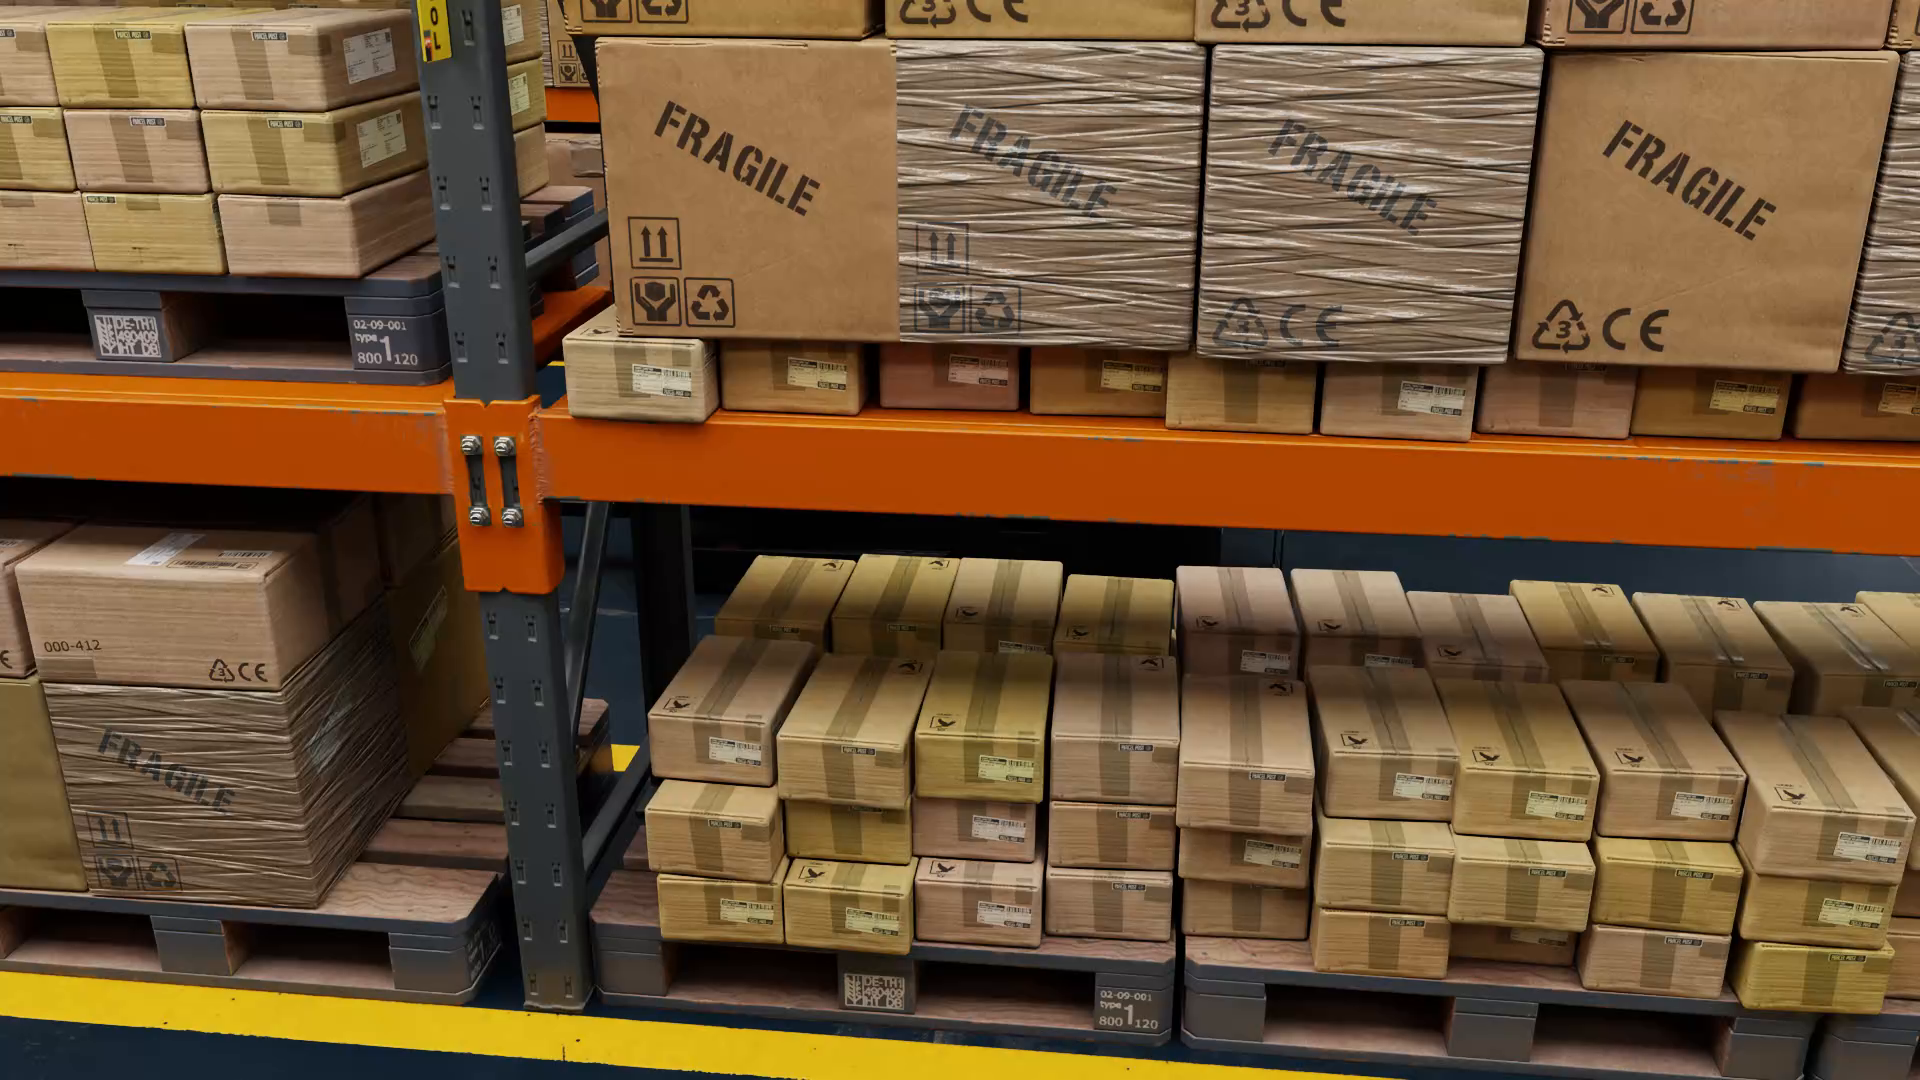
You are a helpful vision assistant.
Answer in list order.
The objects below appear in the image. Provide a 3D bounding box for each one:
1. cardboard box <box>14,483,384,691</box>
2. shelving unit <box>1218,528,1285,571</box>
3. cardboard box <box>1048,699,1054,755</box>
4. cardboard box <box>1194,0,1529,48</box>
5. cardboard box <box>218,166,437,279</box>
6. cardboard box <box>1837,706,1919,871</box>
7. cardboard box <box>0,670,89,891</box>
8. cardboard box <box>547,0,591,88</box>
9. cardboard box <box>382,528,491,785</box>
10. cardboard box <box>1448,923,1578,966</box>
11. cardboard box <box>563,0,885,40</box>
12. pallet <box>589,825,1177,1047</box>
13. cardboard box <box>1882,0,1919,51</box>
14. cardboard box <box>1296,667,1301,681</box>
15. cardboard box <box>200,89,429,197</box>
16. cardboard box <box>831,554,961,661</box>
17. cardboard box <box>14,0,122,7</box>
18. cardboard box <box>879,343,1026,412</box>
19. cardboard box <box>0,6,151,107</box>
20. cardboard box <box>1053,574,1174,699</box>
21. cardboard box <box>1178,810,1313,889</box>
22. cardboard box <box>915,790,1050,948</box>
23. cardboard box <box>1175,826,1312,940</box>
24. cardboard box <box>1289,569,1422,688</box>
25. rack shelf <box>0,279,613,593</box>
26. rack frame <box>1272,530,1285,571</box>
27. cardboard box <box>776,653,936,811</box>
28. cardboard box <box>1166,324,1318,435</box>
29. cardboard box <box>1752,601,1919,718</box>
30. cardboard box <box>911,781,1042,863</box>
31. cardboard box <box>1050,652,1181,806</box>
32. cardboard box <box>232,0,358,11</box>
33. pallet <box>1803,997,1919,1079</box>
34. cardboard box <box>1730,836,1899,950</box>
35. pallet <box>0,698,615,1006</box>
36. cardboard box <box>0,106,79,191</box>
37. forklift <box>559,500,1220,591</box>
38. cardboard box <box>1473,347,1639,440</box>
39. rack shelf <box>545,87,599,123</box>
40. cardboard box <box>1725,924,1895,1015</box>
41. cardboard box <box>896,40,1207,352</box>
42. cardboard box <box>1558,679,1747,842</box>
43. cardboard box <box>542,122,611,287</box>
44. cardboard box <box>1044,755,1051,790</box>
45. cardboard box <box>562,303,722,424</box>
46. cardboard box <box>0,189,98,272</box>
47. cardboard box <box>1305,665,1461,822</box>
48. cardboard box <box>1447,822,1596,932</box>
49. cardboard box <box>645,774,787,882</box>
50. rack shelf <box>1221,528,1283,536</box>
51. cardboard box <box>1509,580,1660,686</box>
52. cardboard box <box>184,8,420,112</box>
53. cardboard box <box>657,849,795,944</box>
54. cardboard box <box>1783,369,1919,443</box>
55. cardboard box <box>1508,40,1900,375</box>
[{"bbox_3d":[-1.555,0.083,3.458,0.500,0.250,0.500,2,22,5],"label":"cardboard box"},{"bbox_3d":[0.967,-0.296,5.464,0.210,0.900,0.258,2,22,5],"label":"shelving unit"},{"bbox_3d":[0.341,0.354,3.867,0.250,0.149,0.380,3,22,7],"label":"cardboard box"},{"bbox_3d":[0.647,-1.086,2.708,0.500,0.500,0.500,3,22,7],"label":"cardboard box"},{"bbox_3d":[-1.203,-0.618,3.195,0.250,0.149,0.380,2,22,5],"label":"cardboard box"},{"bbox_3d":[1.867,0.470,3.167,0.250,0.149,0.380,2,22,4],"label":"cardboard box"},{"bbox_3d":[-2.059,0.410,3.652,0.500,0.500,0.500,2,22,5],"label":"cardboard box"},{"bbox_3d":[-1.608,-2.413,7.827,0.500,0.500,0.500,2,22,6],"label":"cardboard box"},{"bbox_3d":[-1.488,0.243,4.073,0.500,0.500,0.500,3,22,8],"label":"cardboard box"},{"bbox_3d":[1.101,0.693,3.413,0.250,0.149,0.380,3,22,8],"label":"cardboard box"},{"bbox_3d":[-0.366,-1.136,2.834,0.500,0.500,0.500,3,22,8],"label":"cardboard box"},{"bbox_3d":[-0.114,0.718,3.837,1.213,0.211,1.003,2,22,6],"label":"pallet"},{"bbox_3d":[1.682,-1.042,2.595,0.500,0.500,0.500,4,22,9],"label":"cardboard box"},{"bbox_3d":[0.860,0.376,3.810,0.250,0.149,0.380,1,22,4],"label":"cardboard box"},{"bbox_3d":[-1.204,-0.757,3.141,0.250,0.149,0.380,3,22,8],"label":"cardboard box"},{"bbox_3d":[-0.143,0.176,3.913,0.250,0.149,0.380,3,22,7],"label":"cardboard box"},{"bbox_3d":[-1.902,-1.169,3.778,0.250,0.149,0.380,2,22,6],"label":"cardboard box"},{"bbox_3d":[-0.006,-0.370,3.138,0.250,0.149,0.380,2,22,4],"label":"cardboard box"},{"bbox_3d":[-1.730,-0.920,3.147,0.250,0.149,0.380,2,22,5],"label":"cardboard box"},{"bbox_3d":[0.353,0.224,3.792,0.250,0.149,0.380,3,22,8],"label":"cardboard box"},{"bbox_3d":[0.583,0.538,3.400,0.250,0.149,0.380,4,22,9],"label":"cardboard box"},{"bbox_3d":[0.056,0.672,3.467,0.250,0.149,0.380,2,22,6],"label":"cardboard box"},{"bbox_3d":[0.585,0.663,3.488,0.250,0.149,0.380,2,22,4],"label":"cardboard box"},{"bbox_3d":[0.902,0.209,3.829,0.250,0.149,0.380,2,22,4],"label":"cardboard box"},{"bbox_3d":[-2.772,-0.347,3.716,4.000,0.370,1.077,2,22,6],"label":"rack shelf"},{"bbox_3d":[1.069,-0.292,5.455,0.006,0.900,0.240,2,22,5],"label":"rack frame"},{"bbox_3d":[-0.201,0.383,3.389,0.250,0.149,0.380,4,22,9],"label":"cardboard box"},{"bbox_3d":[0.506,-0.321,3.015,0.250,0.149,0.380,3,22,7],"label":"cardboard box"},{"bbox_3d":[1.927,0.279,3.652,0.250,0.149,0.380,1,22,4],"label":"cardboard box"},{"bbox_3d":[0.045,0.505,3.484,0.250,0.149,0.380,2,22,6],"label":"cardboard box"},{"bbox_3d":[0.317,0.379,3.399,0.250,0.149,0.380,2,22,5],"label":"cardboard box"},{"bbox_3d":[-1.400,-1.145,3.718,0.250,0.149,0.380,3,22,8],"label":"cardboard box"},{"bbox_3d":[2.309,0.823,3.570,1.213,0.211,1.003,2,22,6],"label":"pallet"},{"bbox_3d":[1.597,0.612,3.214,0.250,0.149,0.380,3,22,7],"label":"cardboard box"},{"bbox_3d":[-1.559,0.669,3.962,1.213,0.211,1.003,2,22,6],"label":"pallet"},{"bbox_3d":[-1.712,-0.780,3.198,0.250,0.149,0.380,3,22,9],"label":"cardboard box"},{"bbox_3d":[-0.627,-1.384,5.454,3.031,2.935,1.130,2,22,5],"label":"forklift"},{"bbox_3d":[1.043,-0.313,2.993,0.250,0.149,0.380,3,22,8],"label":"cardboard box"},{"bbox_3d":[-2.087,-2.154,8.286,4.000,0.370,1.077,2,22,6],"label":"rack shelf"},{"bbox_3d":[1.613,0.751,3.267,0.250,0.149,0.380,2,22,4],"label":"cardboard box"},{"bbox_3d":[0.169,-0.648,2.958,0.500,0.500,0.500,2,22,6],"label":"cardboard box"},{"bbox_3d":[1.345,0.427,3.277,0.250,0.149,0.380,2,22,4],"label":"cardboard box"},{"bbox_3d":[-1.627,-1.668,8.397,0.875,0.875,1.225,2,22,4],"label":"cardboard box"},{"bbox_3d":[0.162,0.458,4.009,0.250,0.149,0.380,2,22,5],"label":"cardboard box"},{"bbox_3d":[-0.543,-0.347,3.078,0.250,0.149,0.380,3,22,8],"label":"cardboard box"},{"bbox_3d":[-1.708,-0.641,3.252,0.250,0.149,0.380,2,22,6],"label":"cardboard box"},{"bbox_3d":[0.841,0.401,3.342,0.250,0.149,0.380,2,22,4],"label":"cardboard box"},{"bbox_3d":[1.068,0.592,3.264,0.250,0.149,0.380,3,22,7],"label":"cardboard box"},{"bbox_3d":[-0.463,0.530,3.422,0.250,0.149,0.380,3,22,9],"label":"cardboard box"},{"bbox_3d":[0.967,-0.097,5.542,0.200,0.077,0.258,2,22,5],"label":"rack shelf"},{"bbox_3d":[1.397,0.235,3.762,0.250,0.149,0.380,3,22,7],"label":"cardboard box"},{"bbox_3d":[-1.207,-0.896,3.088,0.250,0.149,0.380,3,22,9],"label":"cardboard box"},{"bbox_3d":[-0.462,0.668,3.476,0.250,0.149,0.380,2,22,4],"label":"cardboard box"},{"bbox_3d":[1.561,-0.304,2.971,0.250,0.149,0.380,2,22,4],"label":"cardboard box"},{"bbox_3d":[1.201,-0.600,2.838,0.500,0.500,0.500,4,22,9],"label":"cardboard box"}]
